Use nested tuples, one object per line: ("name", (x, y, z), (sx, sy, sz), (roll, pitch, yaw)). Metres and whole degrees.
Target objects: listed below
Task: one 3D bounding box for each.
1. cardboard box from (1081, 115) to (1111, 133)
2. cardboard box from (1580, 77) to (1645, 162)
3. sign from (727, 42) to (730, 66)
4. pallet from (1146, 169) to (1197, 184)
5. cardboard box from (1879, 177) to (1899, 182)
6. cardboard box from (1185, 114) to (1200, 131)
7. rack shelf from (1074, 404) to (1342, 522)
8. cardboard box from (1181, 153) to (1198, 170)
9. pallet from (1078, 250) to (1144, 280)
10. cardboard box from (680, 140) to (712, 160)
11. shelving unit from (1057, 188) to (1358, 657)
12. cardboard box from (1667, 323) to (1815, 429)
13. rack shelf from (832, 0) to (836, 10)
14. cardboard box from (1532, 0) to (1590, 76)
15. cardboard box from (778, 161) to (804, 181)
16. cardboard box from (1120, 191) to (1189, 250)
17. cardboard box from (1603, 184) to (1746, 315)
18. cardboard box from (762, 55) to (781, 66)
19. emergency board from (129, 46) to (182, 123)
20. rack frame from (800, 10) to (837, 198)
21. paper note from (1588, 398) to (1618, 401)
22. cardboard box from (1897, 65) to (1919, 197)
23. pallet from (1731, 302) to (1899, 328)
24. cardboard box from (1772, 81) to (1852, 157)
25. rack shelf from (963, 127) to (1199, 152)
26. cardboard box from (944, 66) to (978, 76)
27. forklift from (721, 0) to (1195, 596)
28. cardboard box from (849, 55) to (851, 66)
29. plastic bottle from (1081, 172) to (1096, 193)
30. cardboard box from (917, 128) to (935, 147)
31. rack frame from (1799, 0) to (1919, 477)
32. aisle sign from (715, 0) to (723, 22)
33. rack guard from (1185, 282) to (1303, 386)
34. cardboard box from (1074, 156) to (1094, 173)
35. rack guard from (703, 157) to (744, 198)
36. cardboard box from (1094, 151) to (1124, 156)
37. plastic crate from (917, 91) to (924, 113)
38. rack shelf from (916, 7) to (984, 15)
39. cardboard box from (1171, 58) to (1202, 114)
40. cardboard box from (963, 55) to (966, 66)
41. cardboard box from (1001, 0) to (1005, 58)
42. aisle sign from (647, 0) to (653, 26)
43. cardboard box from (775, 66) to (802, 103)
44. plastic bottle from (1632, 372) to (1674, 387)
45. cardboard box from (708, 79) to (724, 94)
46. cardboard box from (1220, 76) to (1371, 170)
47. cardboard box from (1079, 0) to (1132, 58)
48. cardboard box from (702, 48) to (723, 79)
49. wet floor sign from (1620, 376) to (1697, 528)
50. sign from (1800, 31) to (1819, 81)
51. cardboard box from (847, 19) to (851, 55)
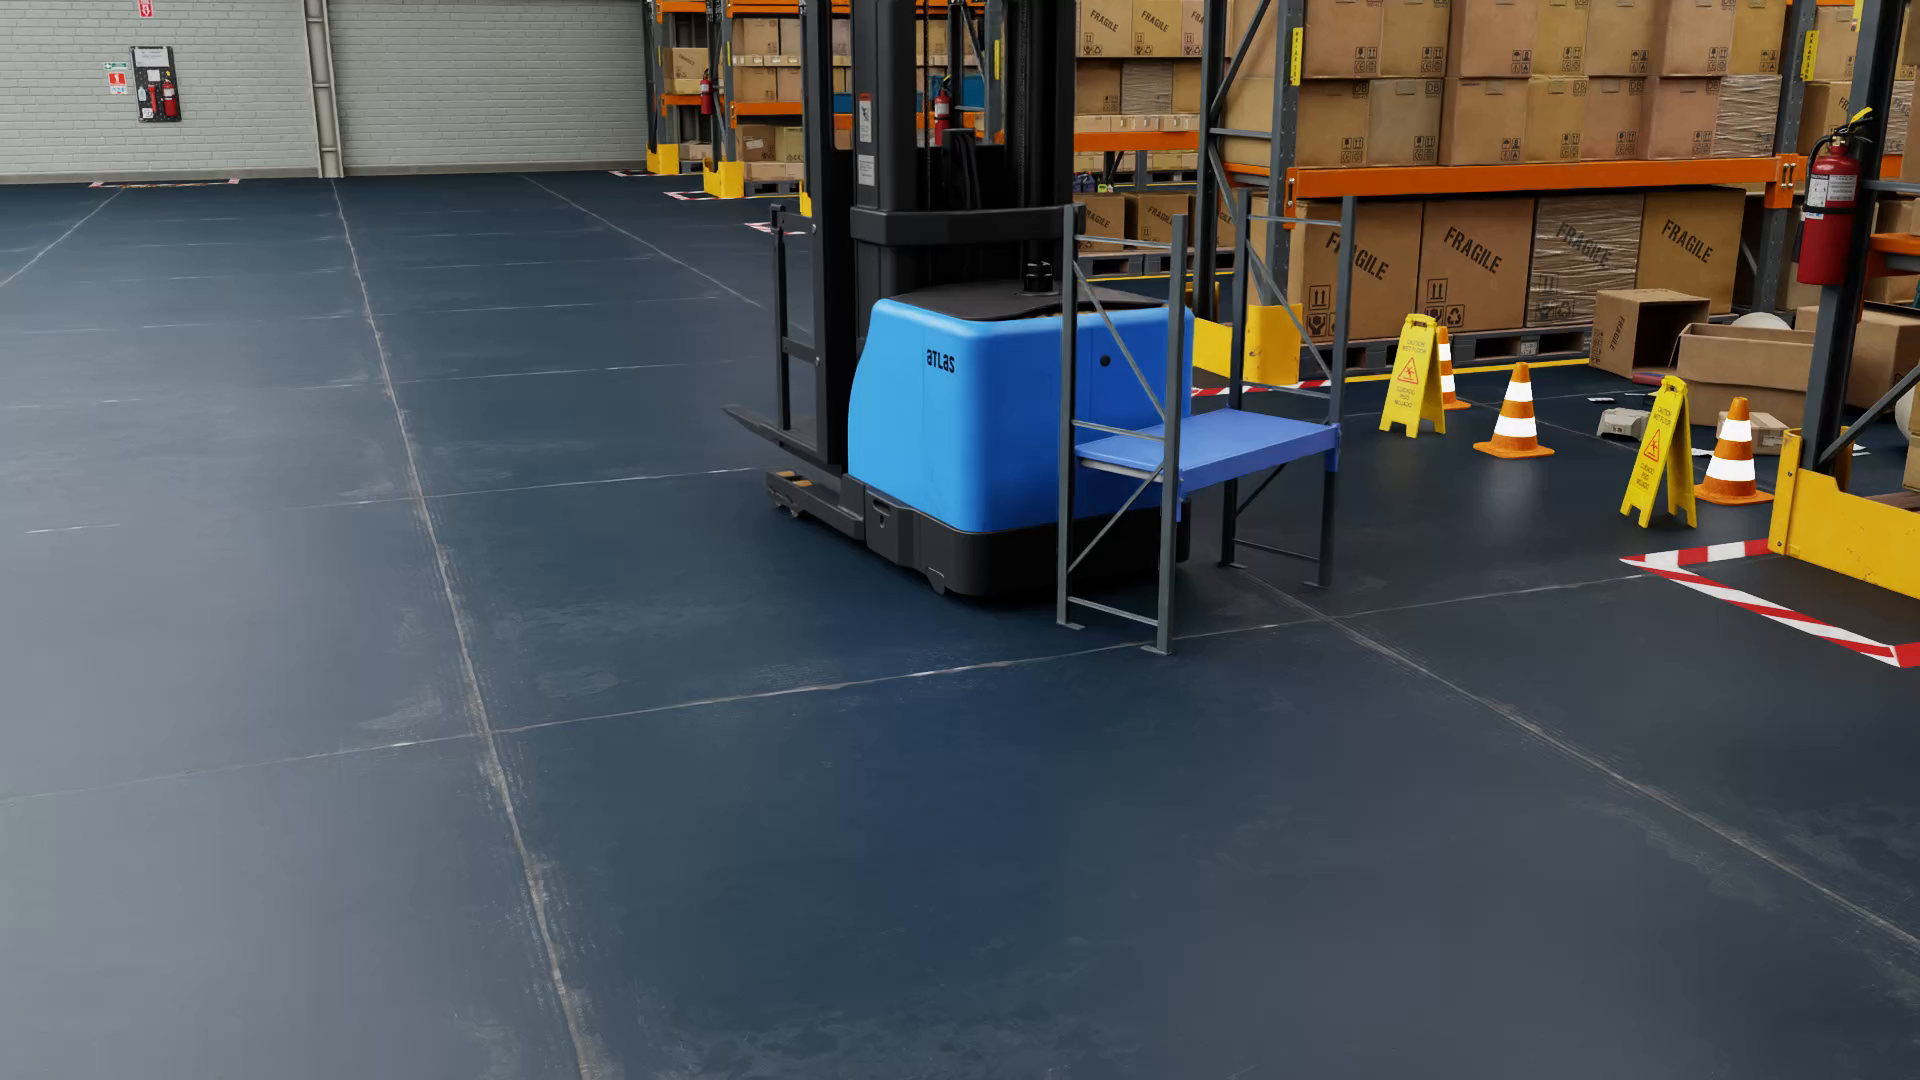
("cardboard box", (1.177, -3.791, 15.129), (0.250, 0.149, 0.380), (-6, 17, -20))
("cardboard box", (4.144, -2.908, 11.411), (0.550, 0.550, 0.875), (-6, 17, -20))
("sign", (-3.228, -6.787, 23.208), (0.005, 0.325, 0.100), (-6, 17, -20))
("pallet", (3.267, -5.876, 26.732), (1.213, 0.211, 1.003), (-6, 17, -20))
("cardboard box", (9.901, -4.105, 18.778), (0.875, 0.875, 1.225), (-7, 18, -22))
("cardboard box", (2.093, -3.904, 15.516), (0.250, 0.149, 0.380), (-6, 17, -20))
("rack shelf", (0.897, -0.299, 6.094), (0.538, 0.185, 1.000), (15, 22, 42))
("cardboard box", (3.645, -6.051, 26.516), (0.500, 0.250, 0.500), (-6, 17, -19))
("pallet", (0.962, -2.615, 15.630), (1.213, 0.211, 1.003), (-6, 17, -20))
("cardboard box", (-4.519, -6.750, 28.751), (0.500, 0.311, 0.500), (-8, 18, -26))
("shelving unit", (0.897, -0.472, 6.043), (0.538, 1.500, 1.048), (15, 22, 42))
("cardboard box", (4.400, -0.911, 9.308), (0.797, 0.503, 0.637), (9, 19, 28))
("rack shelf", (0.215, -6.472, 19.767), (4.000, 0.370, 1.077), (-6, 17, -20))
("cardboard box", (3.661, -3.363, 11.045), (0.500, 0.550, 0.875), (-6, 17, -20))
("cardboard box", (-2.375, -5.409, 24.328), (0.500, 0.250, 0.500), (-6, 17, -20))
("cardboard box", (1.847, -3.061, 15.890), (0.500, 0.500, 0.500), (-4, 17, -15))
("cardboard box", (4.923, -2.098, 11.945), (0.875, 0.875, 0.875), (-6, 17, -19))
("cardboard box", (-2.732, -6.849, 23.770), (0.250, 0.149, 0.380), (-7, 18, -22))
("emergency board", (-12.777, -7.237, 26.419), (0.643, 1.169, 0.194), (-6, 17, -20))
("rack frame", (-1.652, -5.176, 19.401), (0.127, 3.000, 1.000), (-6, 17, -20))
("paper note", (3.833, -0.840, 9.906), (0.142, 0.017, 0.144), (0, 16, -1))
("cardboard box", (4.074, -1.584, 6.462), (0.500, 0.500, 0.500), (-6, 18, -21))
("pallet", (6.229, -1.721, 12.584), (1.213, 0.211, 1.003), (-6, 17, -20))
("cardboard box", (6.123, -2.991, 11.784), (0.500, 0.500, 0.500), (-6, 17, -19))
("rack shelf", (1.988, -3.730, 15.752), (4.000, 0.370, 1.077), (-6, 17, -20))
("cardboard box", (-0.098, -6.885, 25.042), (0.500, 0.500, 0.700), (-7, 18, -22))
("forklift", (-0.233, -1.565, 7.225), (1.130, 2.935, 3.031), (-9, 18, -27))
("cardboard box", (-1.542, -6.977, 24.204), (0.250, 0.149, 0.380), (-6, 17, -20))
("plastic bottle", (1.585, -4.379, 20.606), (0.185, 0.351, 0.144), (-7, 18, -22))
("cardboard box", (-0.512, -5.974, 24.920), (0.500, 0.500, 0.500), (-6, 17, -20))
("rack frame", (3.666, -1.266, 6.085), (0.127, 3.000, 1.000), (-6, 17, -20))
("aisle sign", (-3.373, -7.640, 23.177), (0.004, 0.787, 0.394), (-6, 17, -20))
("rack guard", (1.778, -1.356, 10.829), (0.348, 0.500, 1.175), (-6, 17, -20))
("cardboard box", (1.740, -5.845, 25.813), (0.500, 0.250, 0.500), (-7, 18, -22))
("rack guard", (-3.444, -5.278, 24.184), (0.348, 0.500, 1.175), (-6, 17, -20))
("cardboard box", (2.224, -6.166, 25.911), (0.500, 0.311, 0.500), (-6, 17, -19))
("plastic crate", (-0.683, -5.298, 20.080), (0.408, 0.251, 0.499), (-6, 17, -20))
("rack shelf", (0.406, -9.482, 30.016), (4.000, 0.370, 1.077), (-6, 17, -20))
("cardboard box", (2.021, -4.280, 15.645), (0.500, 0.500, 0.875), (-6, 17, -20))
("cardboard box", (-0.095, -7.134, 24.740), (0.250, 0.149, 0.380), (-7, 18, -21))
("cardboard box", (0.545, -4.664, 15.177), (0.500, 0.500, 0.500), (-6, 17, -20))
("aisle sign", (-5.157, -8.944, 27.618), (0.004, 0.787, 0.394), (-6, 17, -20))
("cardboard box", (-2.492, -6.626, 24.160), (0.500, 0.500, 0.700), (-6, 17, -19))
("plastic bottle", (4.364, -0.995, 10.379), (0.133, 0.061, 0.283), (-14, 21, -39))
("cardboard box", (-4.148, -7.742, 28.370), (0.500, 0.250, 0.500), (-7, 18, -22))
("cardboard box", (2.131, -2.679, 10.632), (0.550, 0.550, 0.875), (-6, 17, -20))
("cardboard box", (1.201, -4.576, 14.877), (0.500, 0.500, 0.500), (-6, 17, -20))
("cardboard box", (-4.179, -8.096, 28.245), (0.500, 0.500, 0.500), (-6, 17, -20))
("wet floor sign", (3.106, -0.398, 7.310), (0.232, 0.644, 0.267), (0, 16, -1))
("sign", (5.736, -3.269, 11.228), (0.005, 0.325, 0.100), (-6, 17, -20))
("cardboard box", (-1.504, -7.355, 24.342), (0.500, 0.500, 0.700), (-6, 17, -20))
